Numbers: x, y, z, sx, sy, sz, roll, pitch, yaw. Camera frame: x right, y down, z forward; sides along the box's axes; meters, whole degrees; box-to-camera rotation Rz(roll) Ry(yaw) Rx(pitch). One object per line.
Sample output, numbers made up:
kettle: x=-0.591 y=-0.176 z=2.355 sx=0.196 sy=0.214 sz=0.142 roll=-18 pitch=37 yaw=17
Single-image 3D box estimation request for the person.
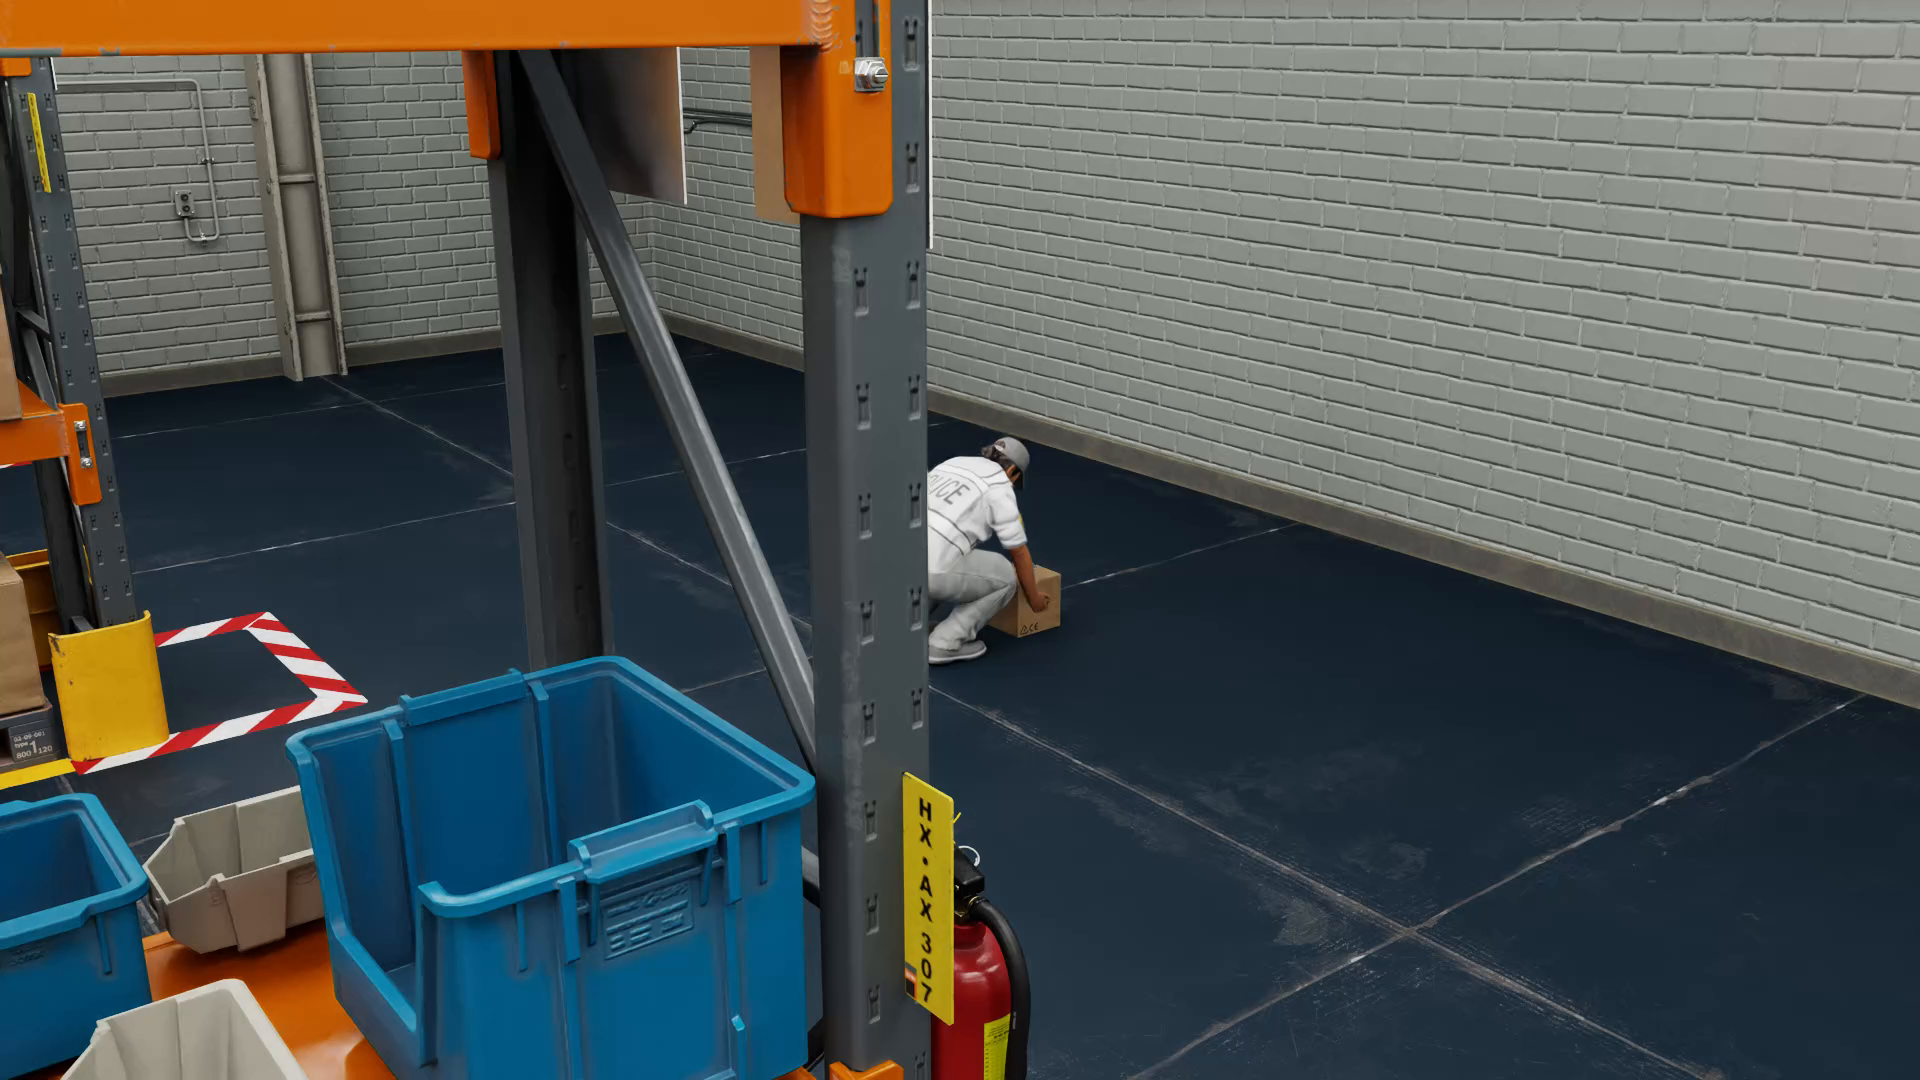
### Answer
person: x=-0.015 y=0.041 z=7.229 sx=0.863 sy=0.874 sz=0.523 roll=-14 pitch=22 yaw=-36
